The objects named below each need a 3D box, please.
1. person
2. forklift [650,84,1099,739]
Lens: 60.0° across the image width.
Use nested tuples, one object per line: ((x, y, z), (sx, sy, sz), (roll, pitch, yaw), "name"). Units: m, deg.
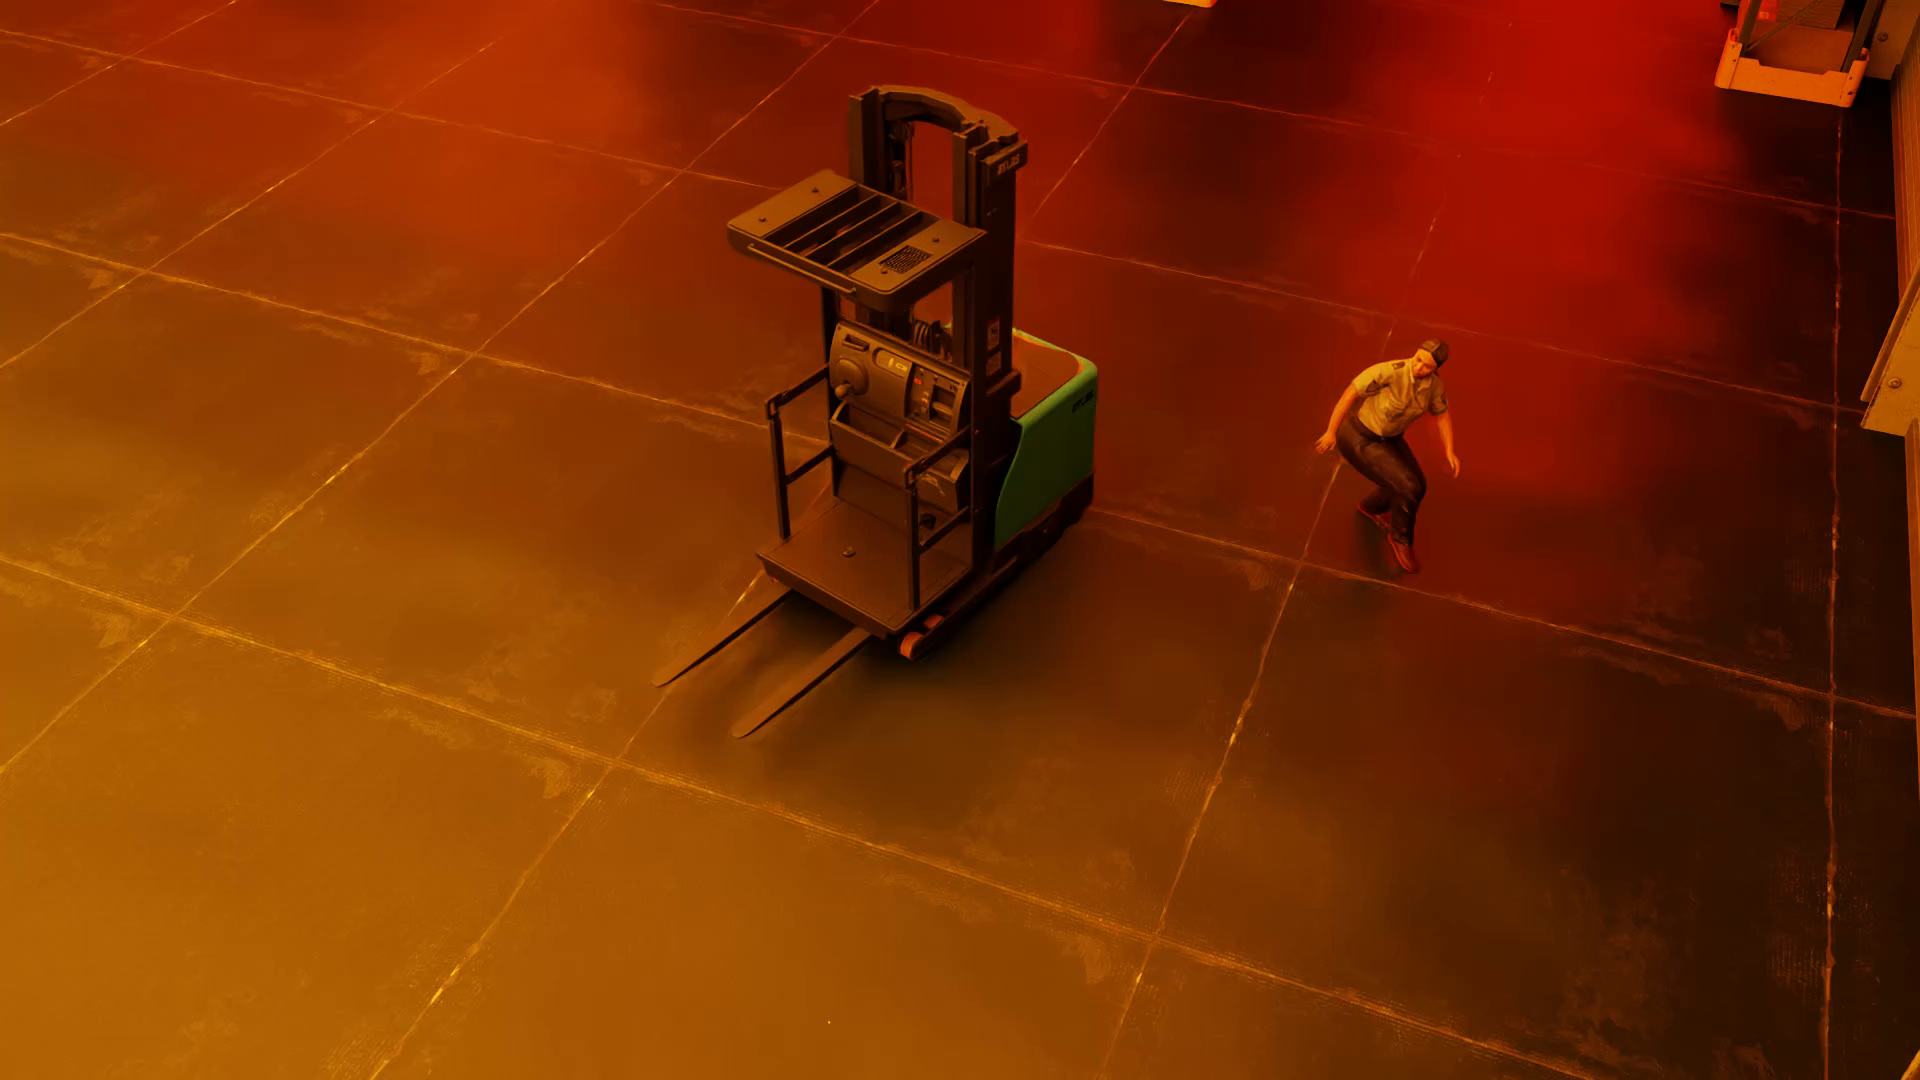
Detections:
((2.584, -0.527, 9.819), (0.705, 1.449, 0.713), (-28, 47, -29), "person")
((-0.474, -0.803, 8.966), (1.130, 2.935, 3.031), (27, 47, 29), "forklift")
